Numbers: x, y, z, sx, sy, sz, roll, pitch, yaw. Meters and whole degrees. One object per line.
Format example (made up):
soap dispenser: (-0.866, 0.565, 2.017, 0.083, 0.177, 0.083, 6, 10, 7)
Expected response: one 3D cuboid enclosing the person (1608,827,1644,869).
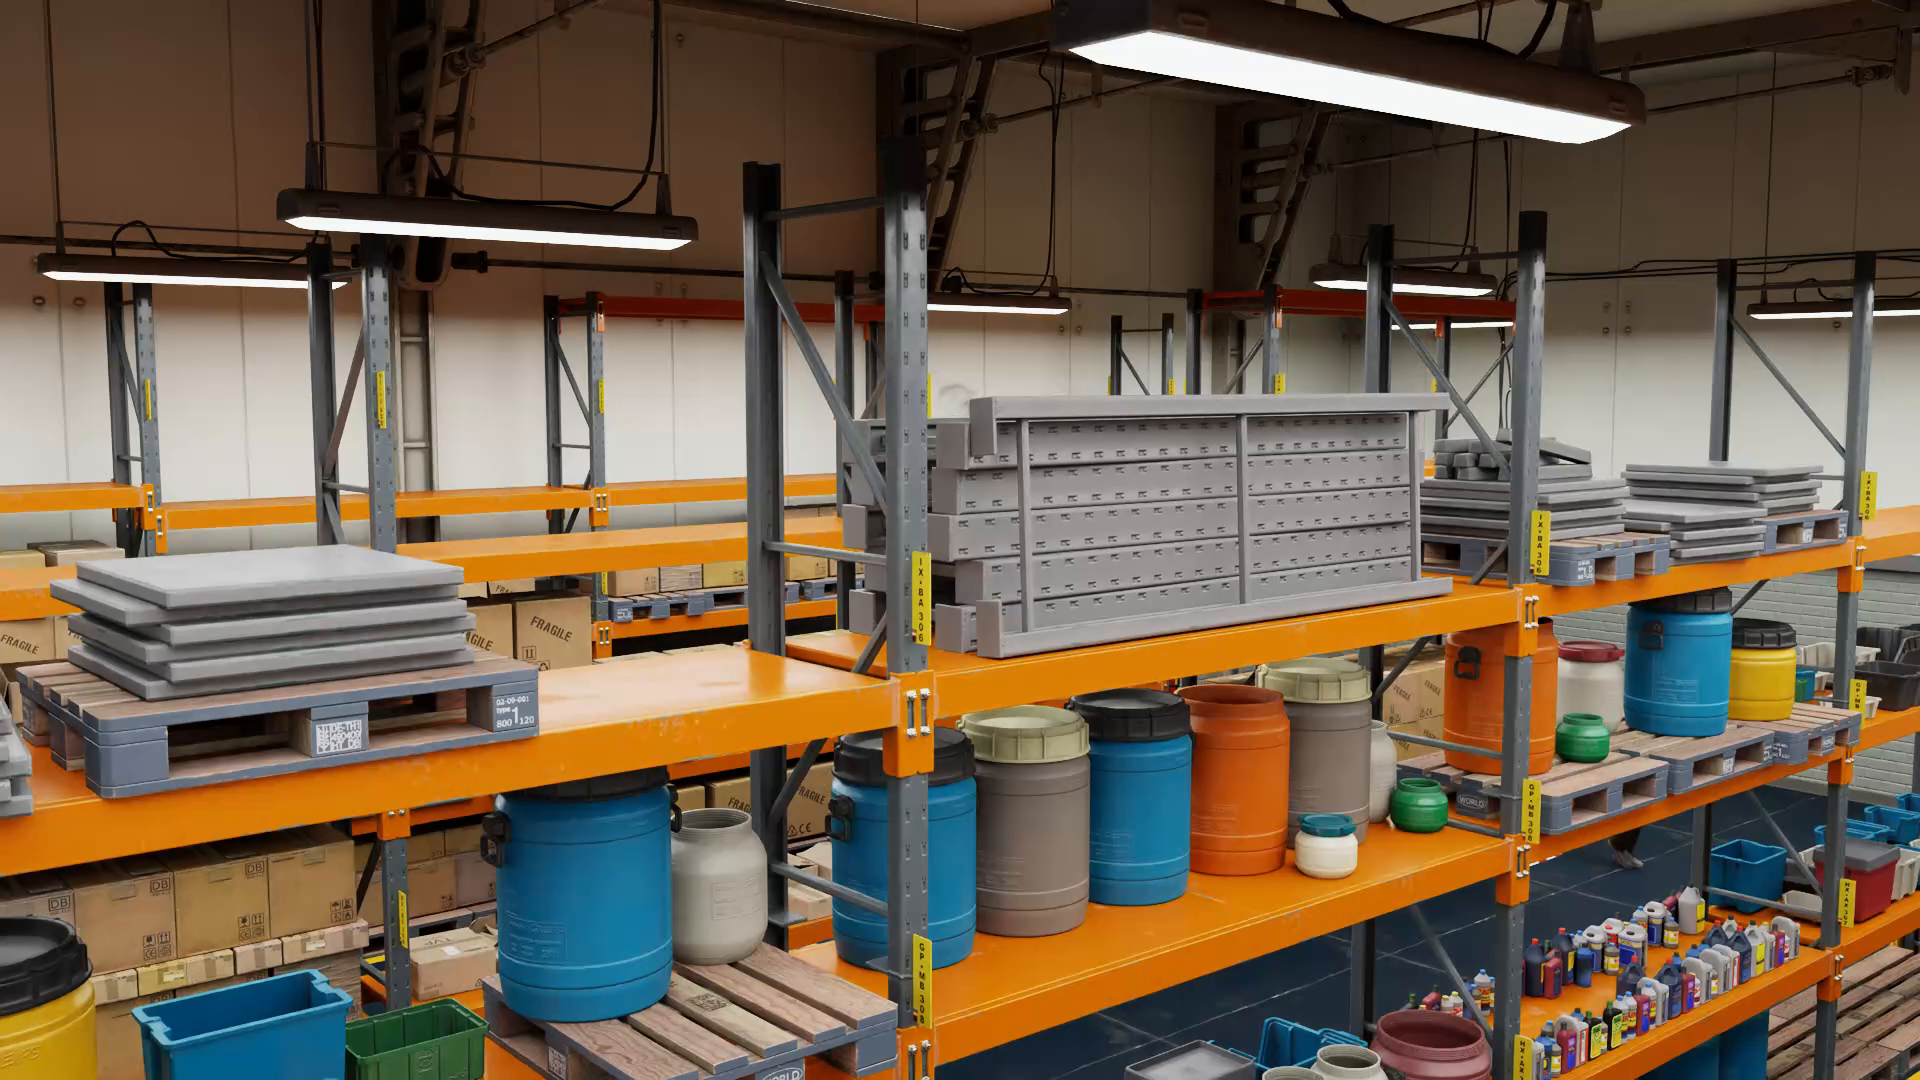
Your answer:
person: (6.880, 2.650, 17.539, 0.811, 1.697, 0.653, -1, 6, -8)
